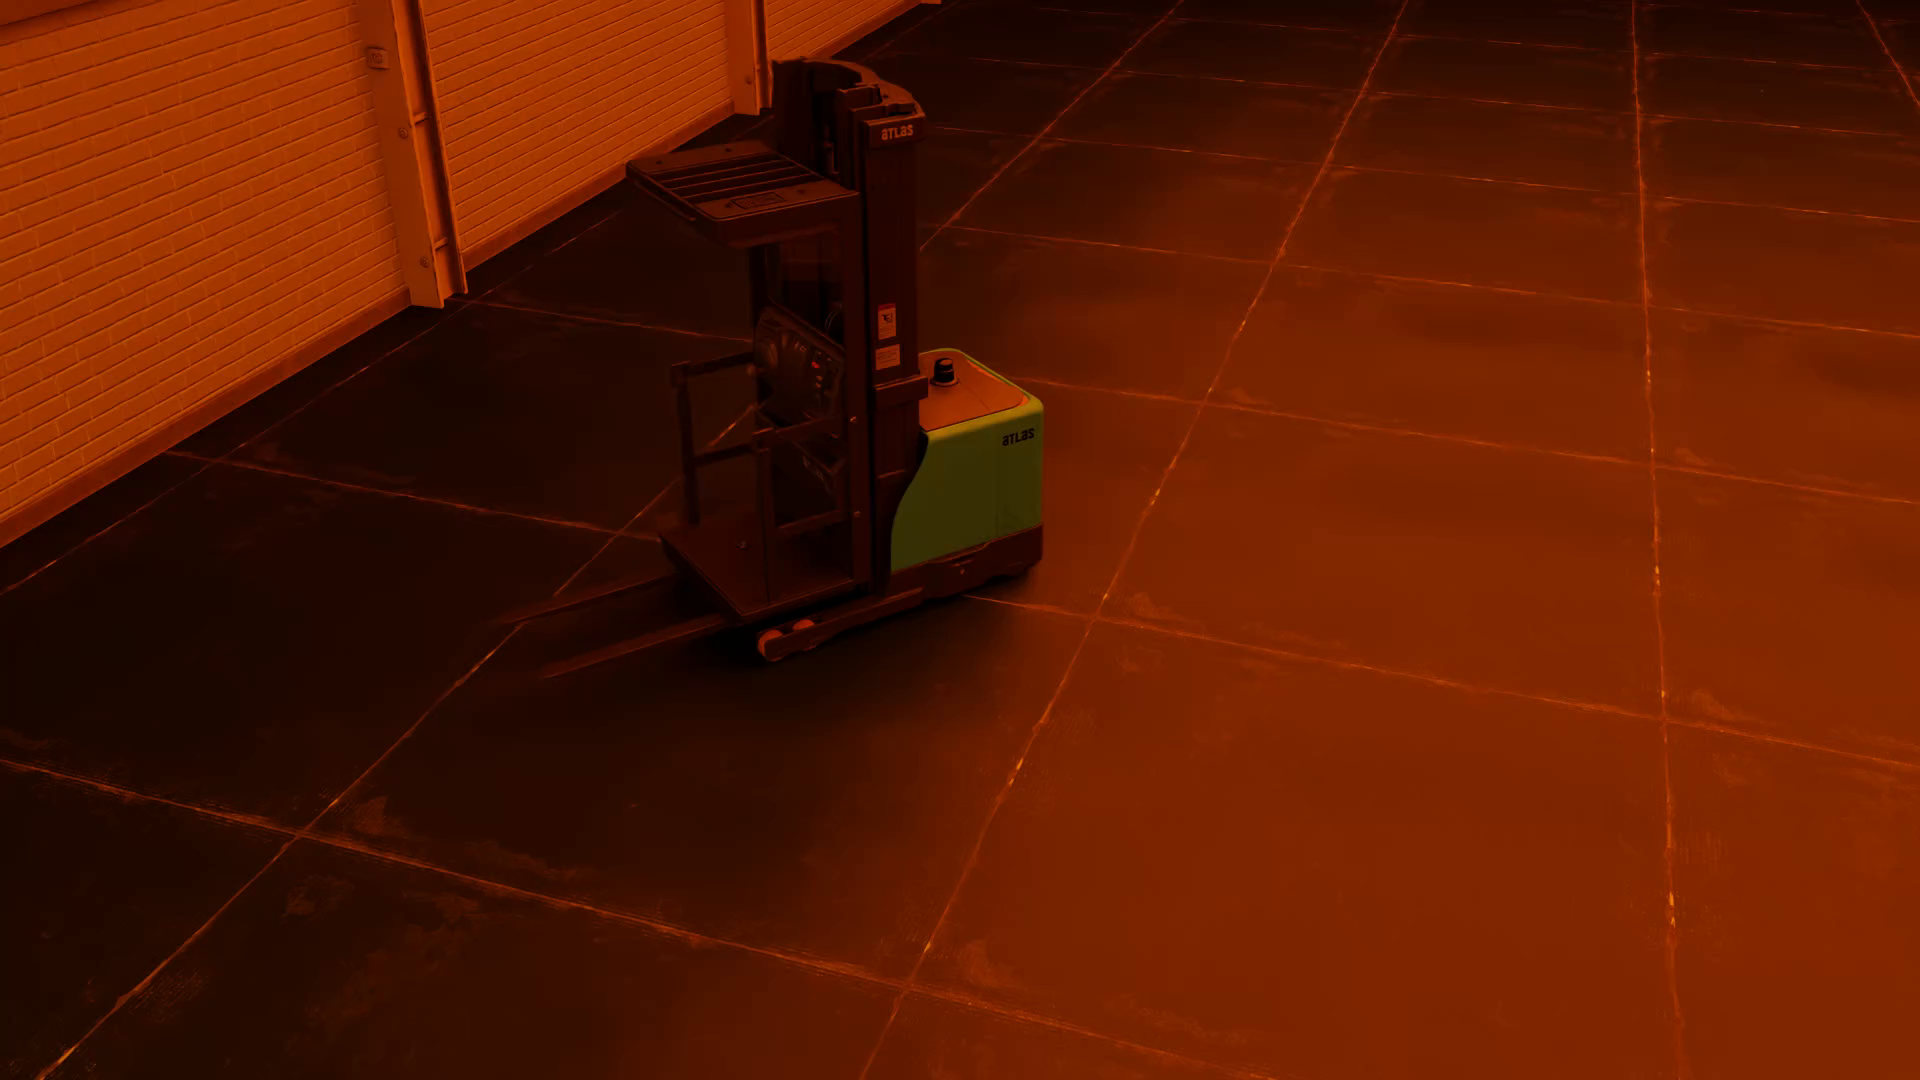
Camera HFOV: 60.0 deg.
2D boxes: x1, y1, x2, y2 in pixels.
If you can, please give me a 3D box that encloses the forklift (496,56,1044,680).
[{"bbox_3d":[-1.032,-0.919,8.749,3.031,2.935,1.130,-18,34,-28],"label":"forklift"}]
